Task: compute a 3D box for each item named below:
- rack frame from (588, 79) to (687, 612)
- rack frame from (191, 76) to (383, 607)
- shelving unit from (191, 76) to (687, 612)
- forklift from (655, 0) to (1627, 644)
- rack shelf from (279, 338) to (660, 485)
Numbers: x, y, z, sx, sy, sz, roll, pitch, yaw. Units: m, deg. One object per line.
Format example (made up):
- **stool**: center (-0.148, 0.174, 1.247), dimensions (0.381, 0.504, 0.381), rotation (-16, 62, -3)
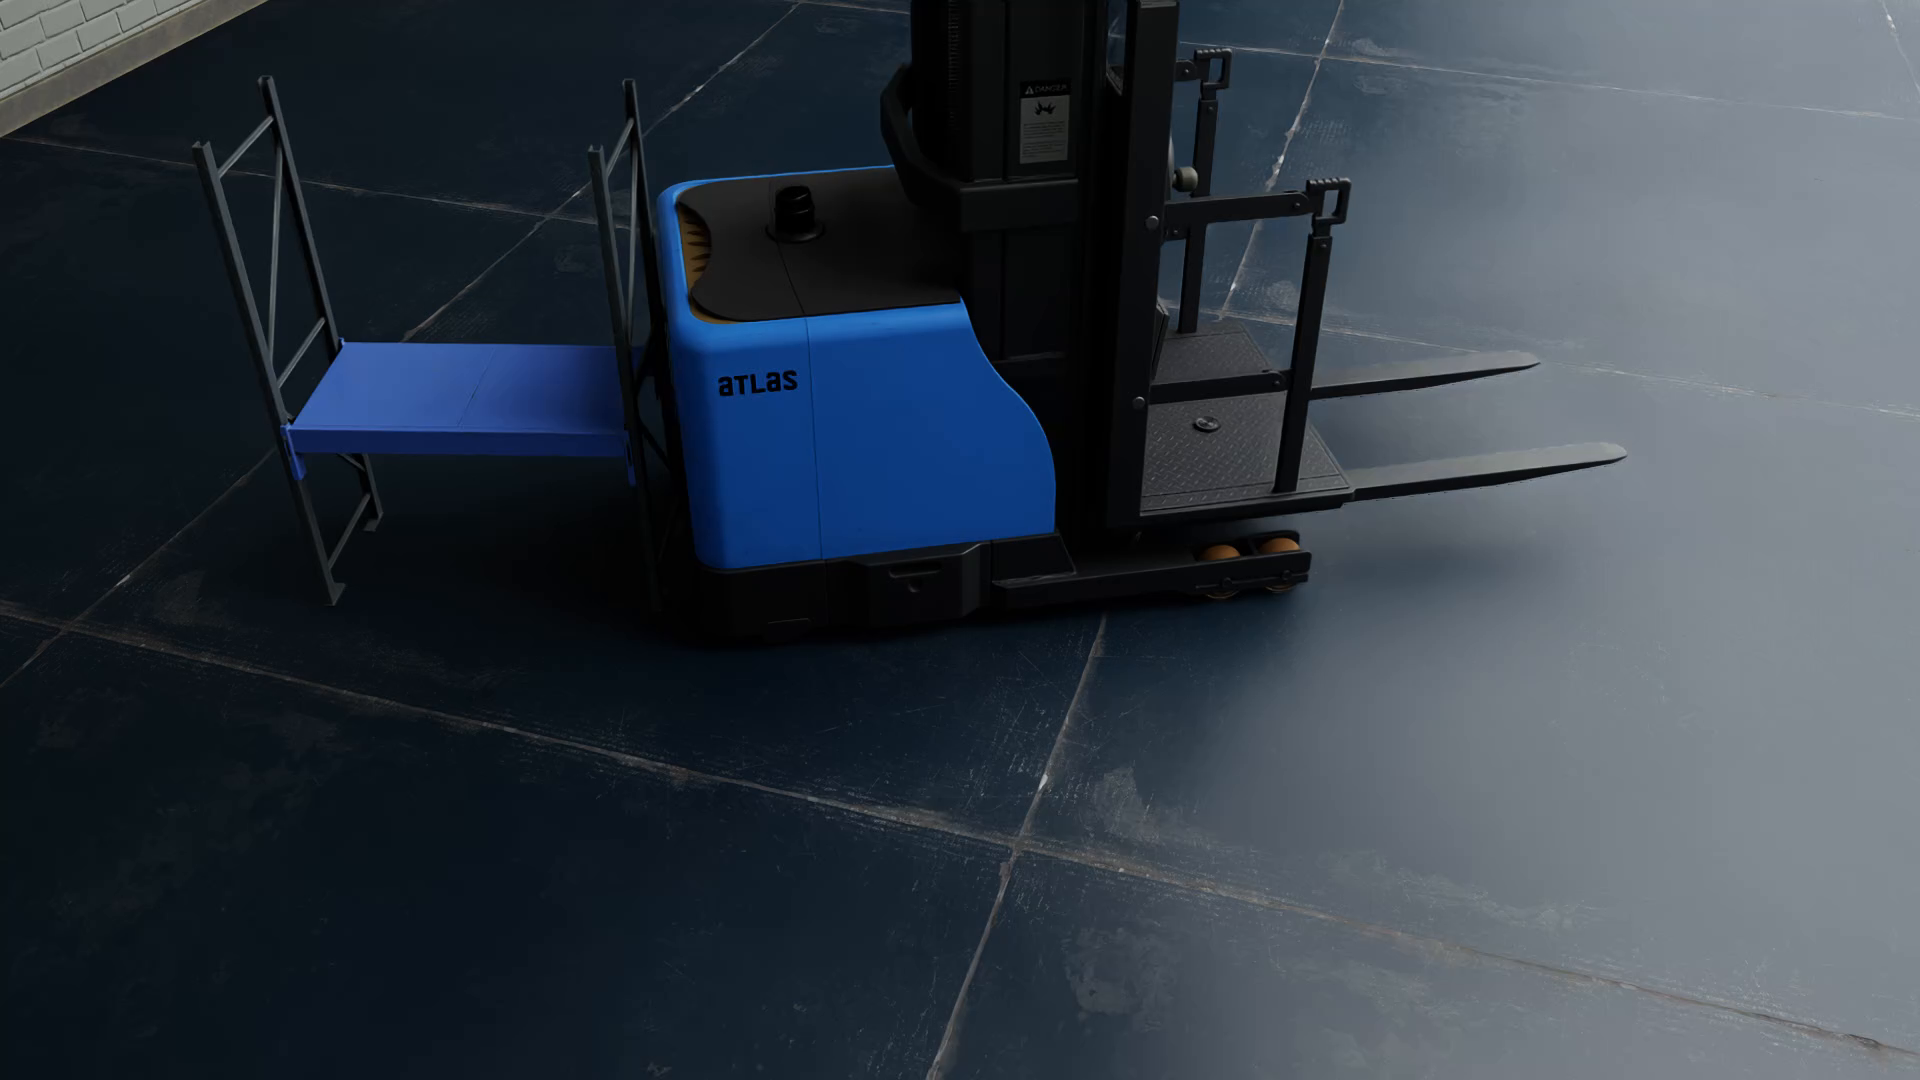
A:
- **rack frame**: center (-0.925, -0.530, 4.868), dimensions (0.032, 1.500, 0.500), rotation (1, 36, 1)
- **rack frame**: center (-1.941, -0.545, 4.888), dimensions (0.032, 1.500, 0.500), rotation (1, 36, 1)
- **shelving unit**: center (-1.433, -0.537, 4.878), dimensions (1.048, 1.500, 0.538), rotation (1, 36, 1)
- **forklift**: center (0.626, -1.300, 4.707), dimensions (3.031, 2.935, 1.130), rotation (-7, 37, -9)
- **rack shelf**: center (-1.433, -0.392, 4.985), dimensions (1.000, 0.185, 0.538), rotation (1, 36, 1)
